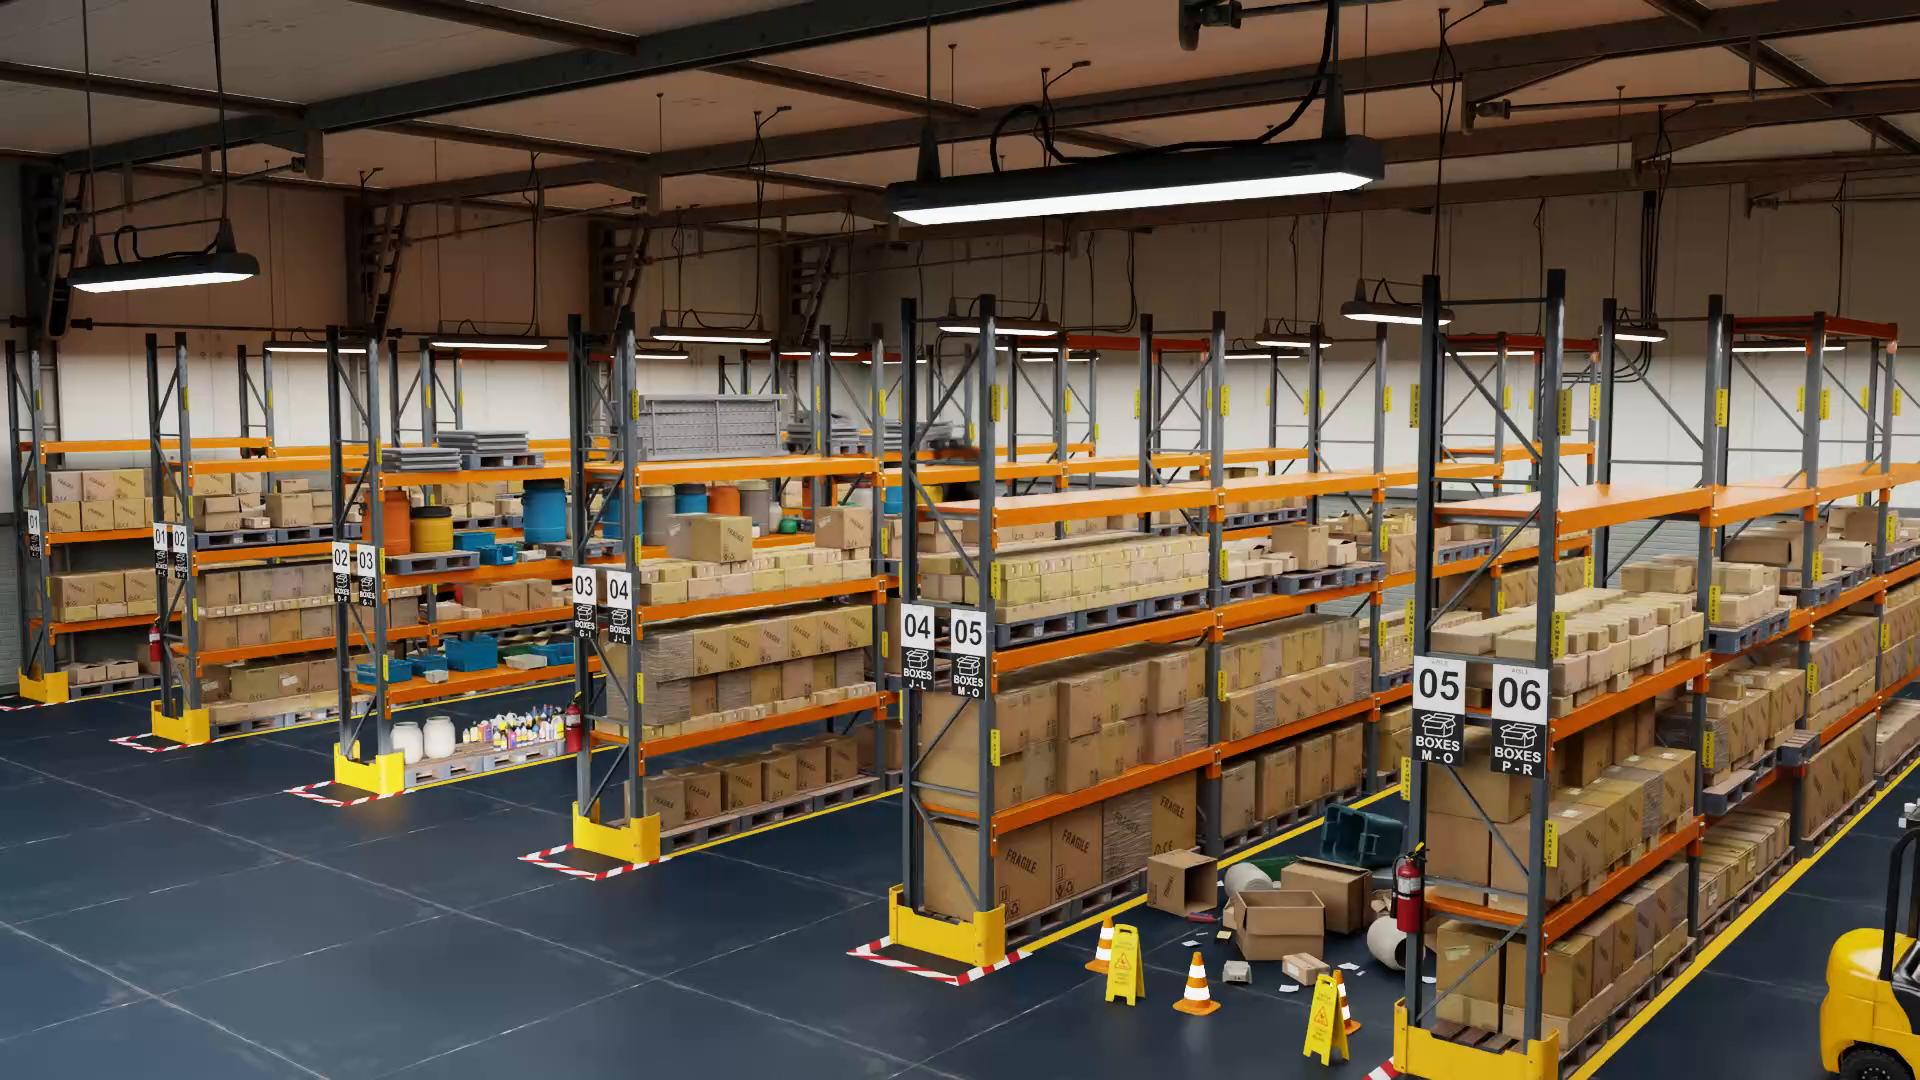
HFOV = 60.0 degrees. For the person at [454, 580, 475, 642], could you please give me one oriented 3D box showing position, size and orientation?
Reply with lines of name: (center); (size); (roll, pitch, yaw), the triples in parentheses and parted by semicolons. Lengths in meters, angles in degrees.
person: (-9.211, 1.502, 31.171); (0.597, 1.764, 0.909); (4, 6, 36)
